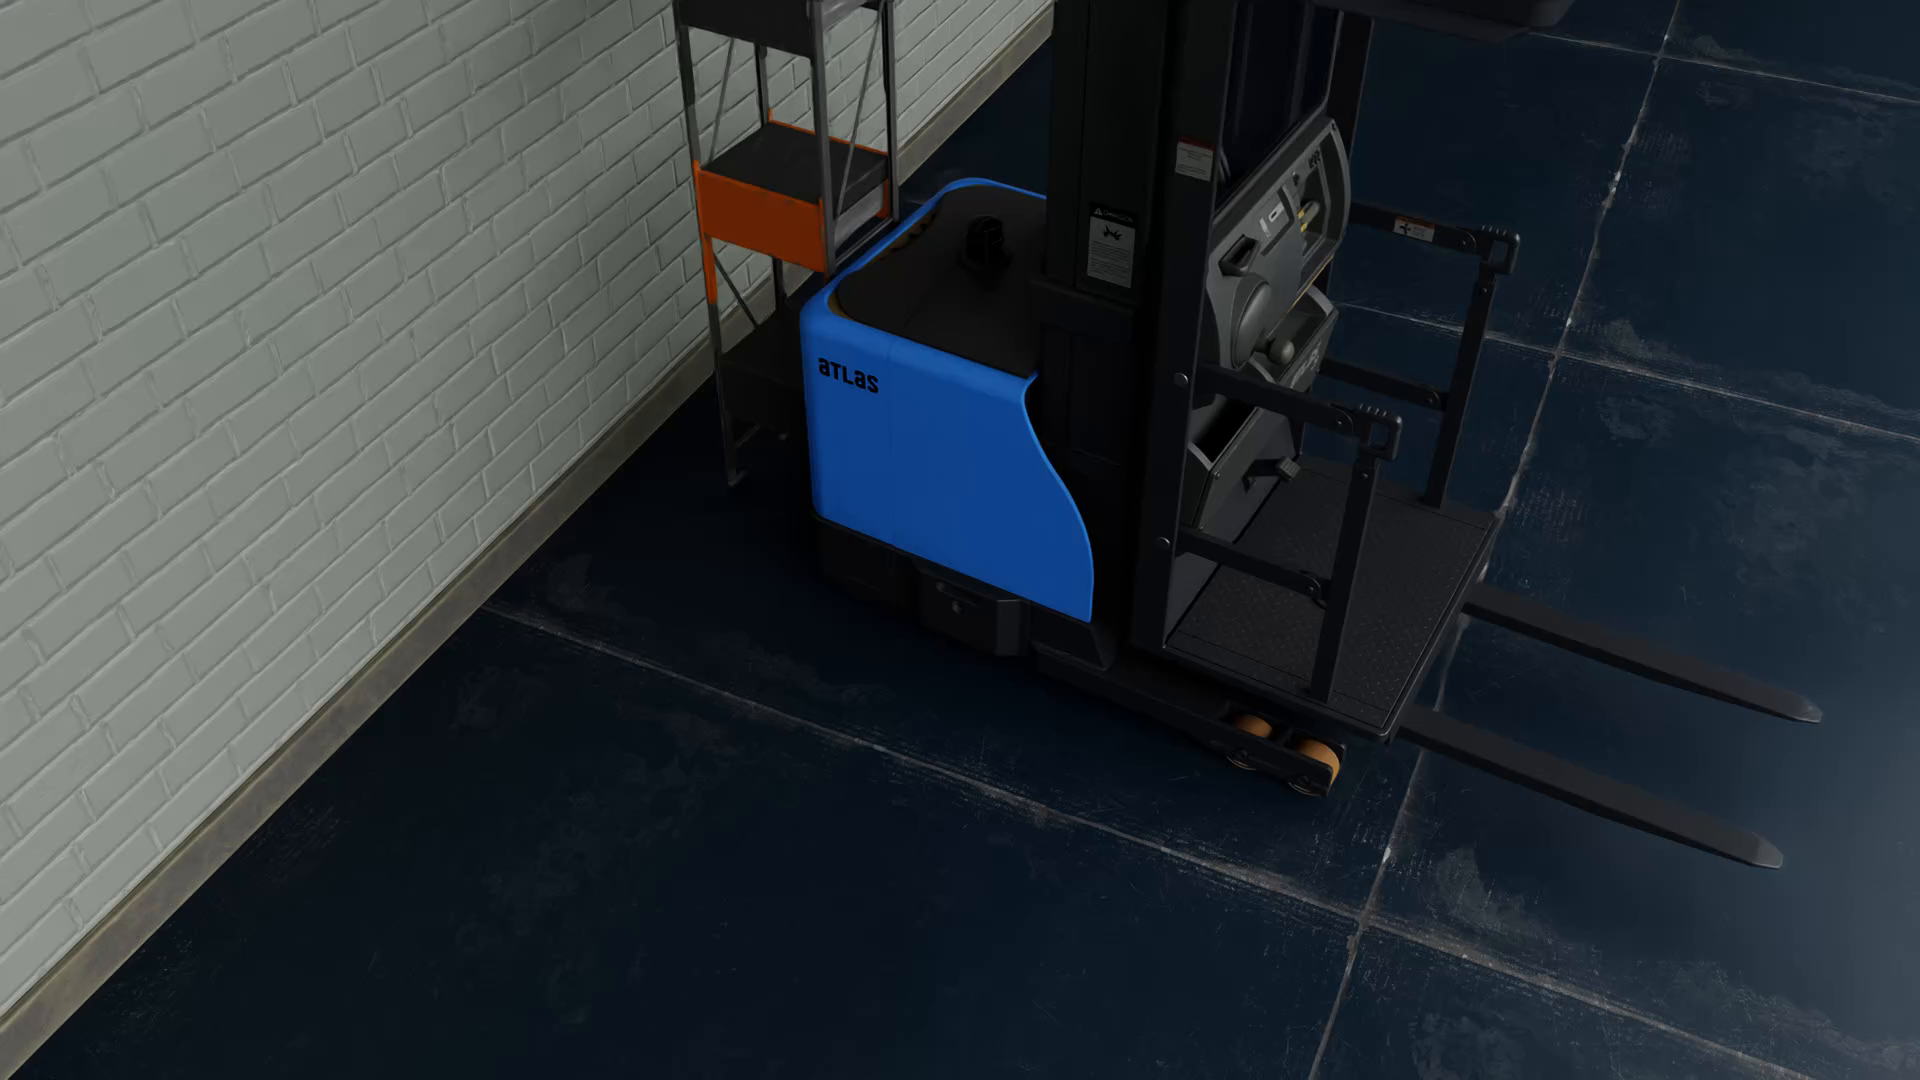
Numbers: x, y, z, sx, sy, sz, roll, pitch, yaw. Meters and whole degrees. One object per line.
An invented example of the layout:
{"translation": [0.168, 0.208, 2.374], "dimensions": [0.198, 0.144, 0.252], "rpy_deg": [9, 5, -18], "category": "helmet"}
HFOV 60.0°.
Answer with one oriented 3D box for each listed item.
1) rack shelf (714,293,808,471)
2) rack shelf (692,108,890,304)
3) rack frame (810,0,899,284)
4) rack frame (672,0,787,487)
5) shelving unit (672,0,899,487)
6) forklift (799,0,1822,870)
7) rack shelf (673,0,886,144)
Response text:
{"translation": [-0.514, -0.479, 5.789], "dimensions": [0.480, 0.518, 0.431], "rpy_deg": [21, 45, 23], "category": "rack shelf"}
{"translation": [-0.514, -1.008, 5.330], "dimensions": [0.480, 0.518, 0.431], "rpy_deg": [21, 45, 23], "category": "rack shelf"}
{"translation": [-0.304, -0.937, 5.228], "dimensions": [0.015, 2.100, 0.400], "rpy_deg": [21, 45, 23], "category": "rack frame"}
{"translation": [-0.724, -1.099, 5.415], "dimensions": [0.015, 2.100, 0.400], "rpy_deg": [21, 45, 23], "category": "rack frame"}
{"translation": [-0.514, -1.018, 5.321], "dimensions": [0.503, 2.100, 0.431], "rpy_deg": [21, 45, 23], "category": "shelving unit"}
{"translation": [1.037, -0.760, 4.388], "dimensions": [3.031, 2.935, 1.130], "rpy_deg": [21, 45, 23], "category": "forklift"}
{"translation": [-0.514, -1.537, 4.872], "dimensions": [0.480, 0.518, 0.431], "rpy_deg": [21, 45, 23], "category": "rack shelf"}
